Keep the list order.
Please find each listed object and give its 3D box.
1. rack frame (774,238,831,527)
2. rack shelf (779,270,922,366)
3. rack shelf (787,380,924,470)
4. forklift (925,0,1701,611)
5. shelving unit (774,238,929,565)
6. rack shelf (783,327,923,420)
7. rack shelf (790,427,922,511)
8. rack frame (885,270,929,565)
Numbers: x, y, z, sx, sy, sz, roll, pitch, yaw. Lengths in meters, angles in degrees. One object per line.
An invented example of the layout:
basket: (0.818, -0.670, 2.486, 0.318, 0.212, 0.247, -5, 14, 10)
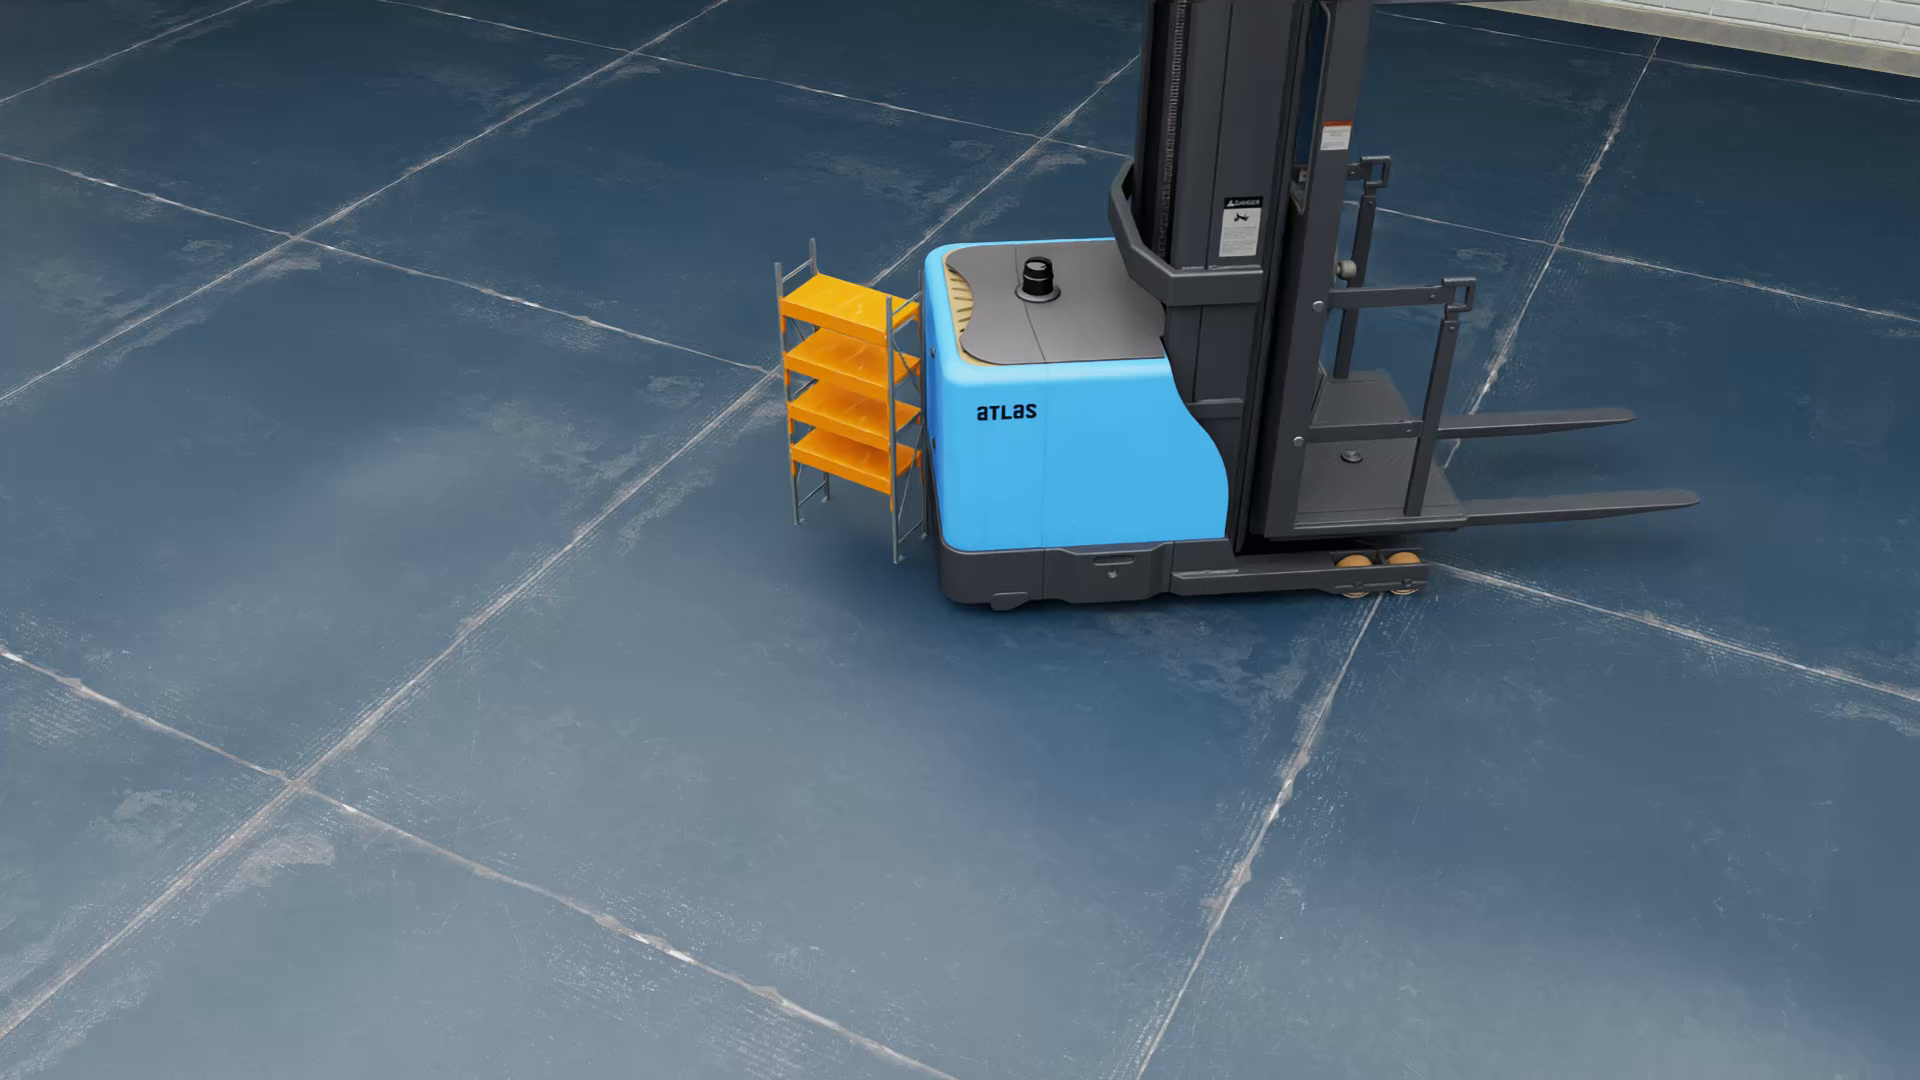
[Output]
rack frame: (-0.613, -0.597, 6.544, 0.015, 1.200, 0.240, 20, 42, 24)
rack shelf: (-0.405, -0.833, 6.205, 0.480, 0.148, 0.258, 20, 42, 24)
rack shelf: (-0.405, -0.466, 6.483, 0.480, 0.148, 0.258, 20, 42, 24)
forklift: (1.397, -1.260, 5.986, 3.031, 2.935, 1.130, -3, 37, -4)
shelving unit: (-0.405, -0.520, 6.443, 0.503, 1.200, 0.258, 20, 42, 24)
rack shelf: (-0.405, -0.645, 6.348, 0.480, 0.148, 0.258, 20, 42, 24)
rack shelf: (-0.405, -0.308, 6.603, 0.480, 0.148, 0.258, 20, 42, 24)
rack frame: (-0.196, -0.443, 6.342, 0.015, 1.200, 0.240, 20, 42, 24)
